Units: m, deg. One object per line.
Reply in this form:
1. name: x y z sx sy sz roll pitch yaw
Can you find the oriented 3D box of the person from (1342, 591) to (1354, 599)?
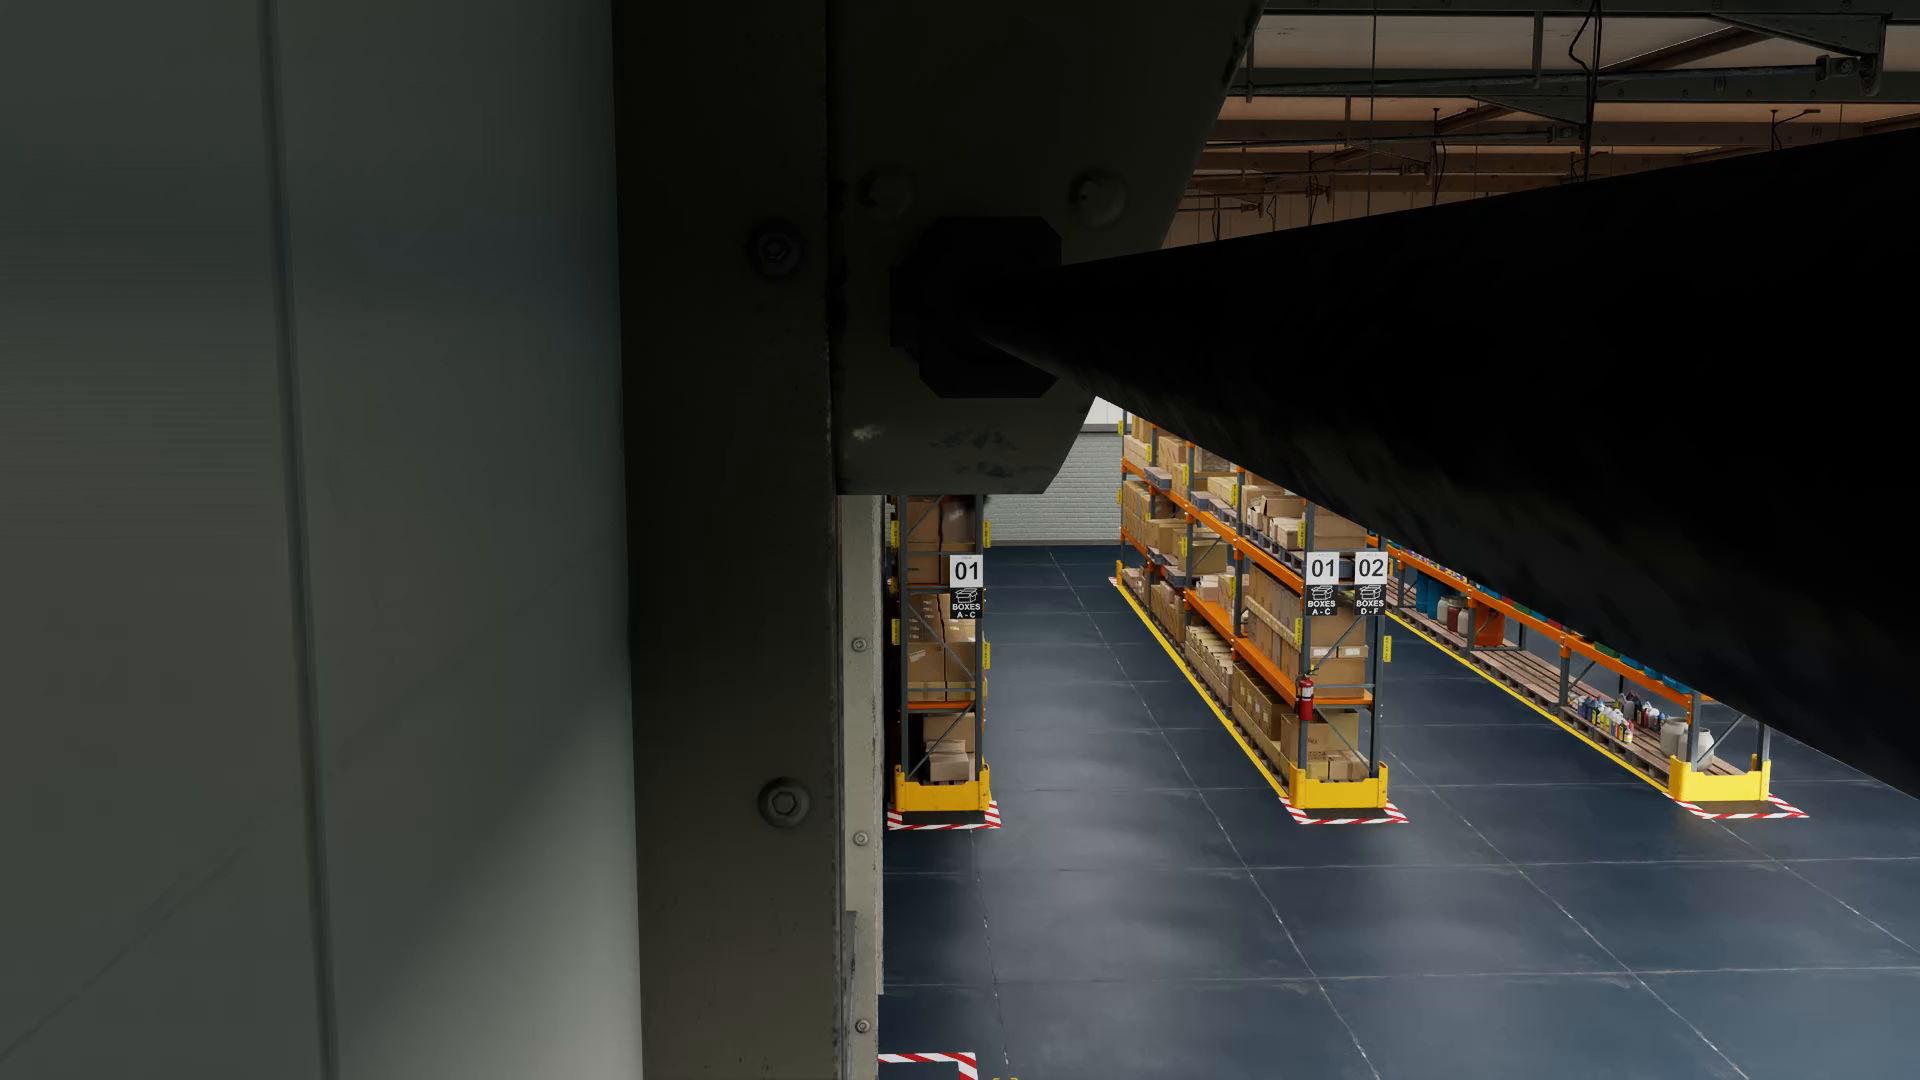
1. person: 6.896 1.107 29.635 0.692 1.722 0.605 -2 9 -16
